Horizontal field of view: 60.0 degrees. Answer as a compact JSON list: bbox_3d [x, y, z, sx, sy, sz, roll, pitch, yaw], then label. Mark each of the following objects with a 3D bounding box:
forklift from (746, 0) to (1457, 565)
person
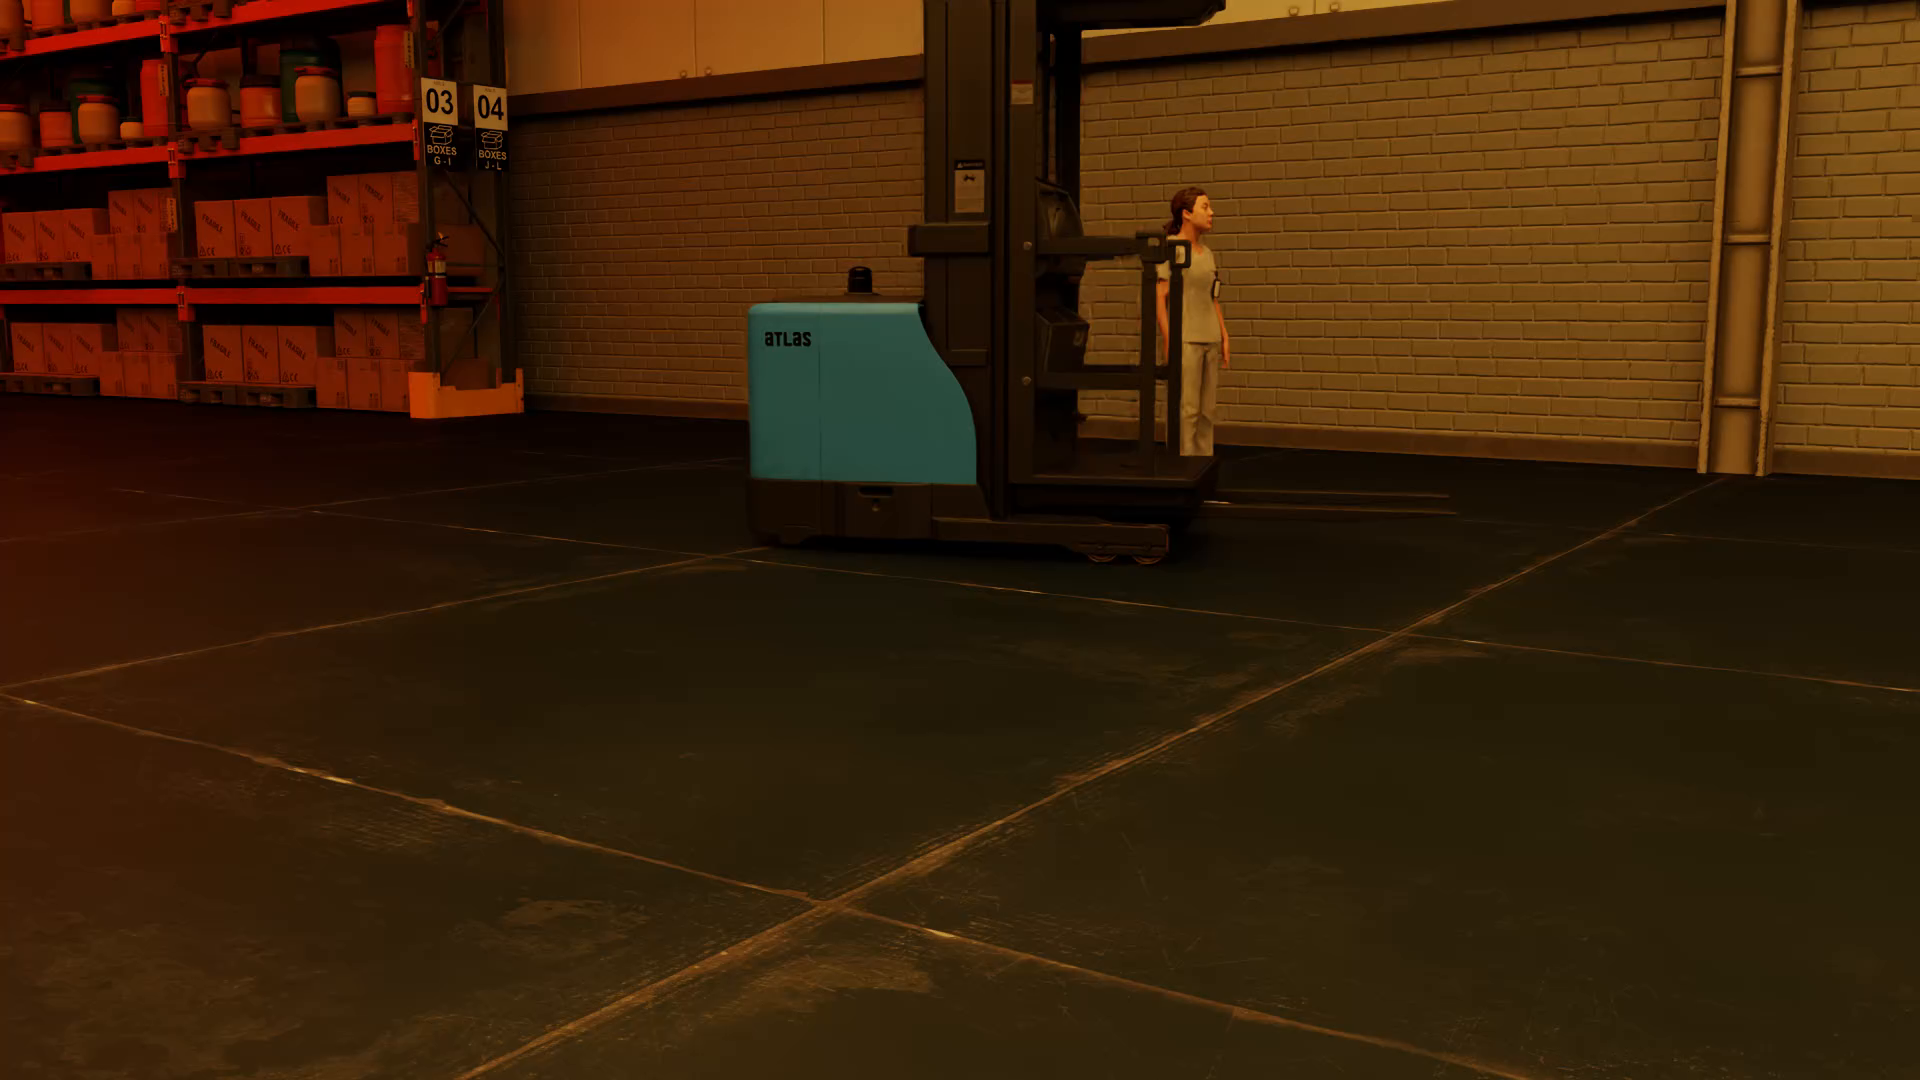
[{"bbox_3d":[0.629,-1.432,7.260,3.031,2.935,1.130,2,8,14],"label":"forklift"},{"bbox_3d":[1.270,-1.016,8.785,0.516,1.679,0.543,8,11,43],"label":"person"}]
